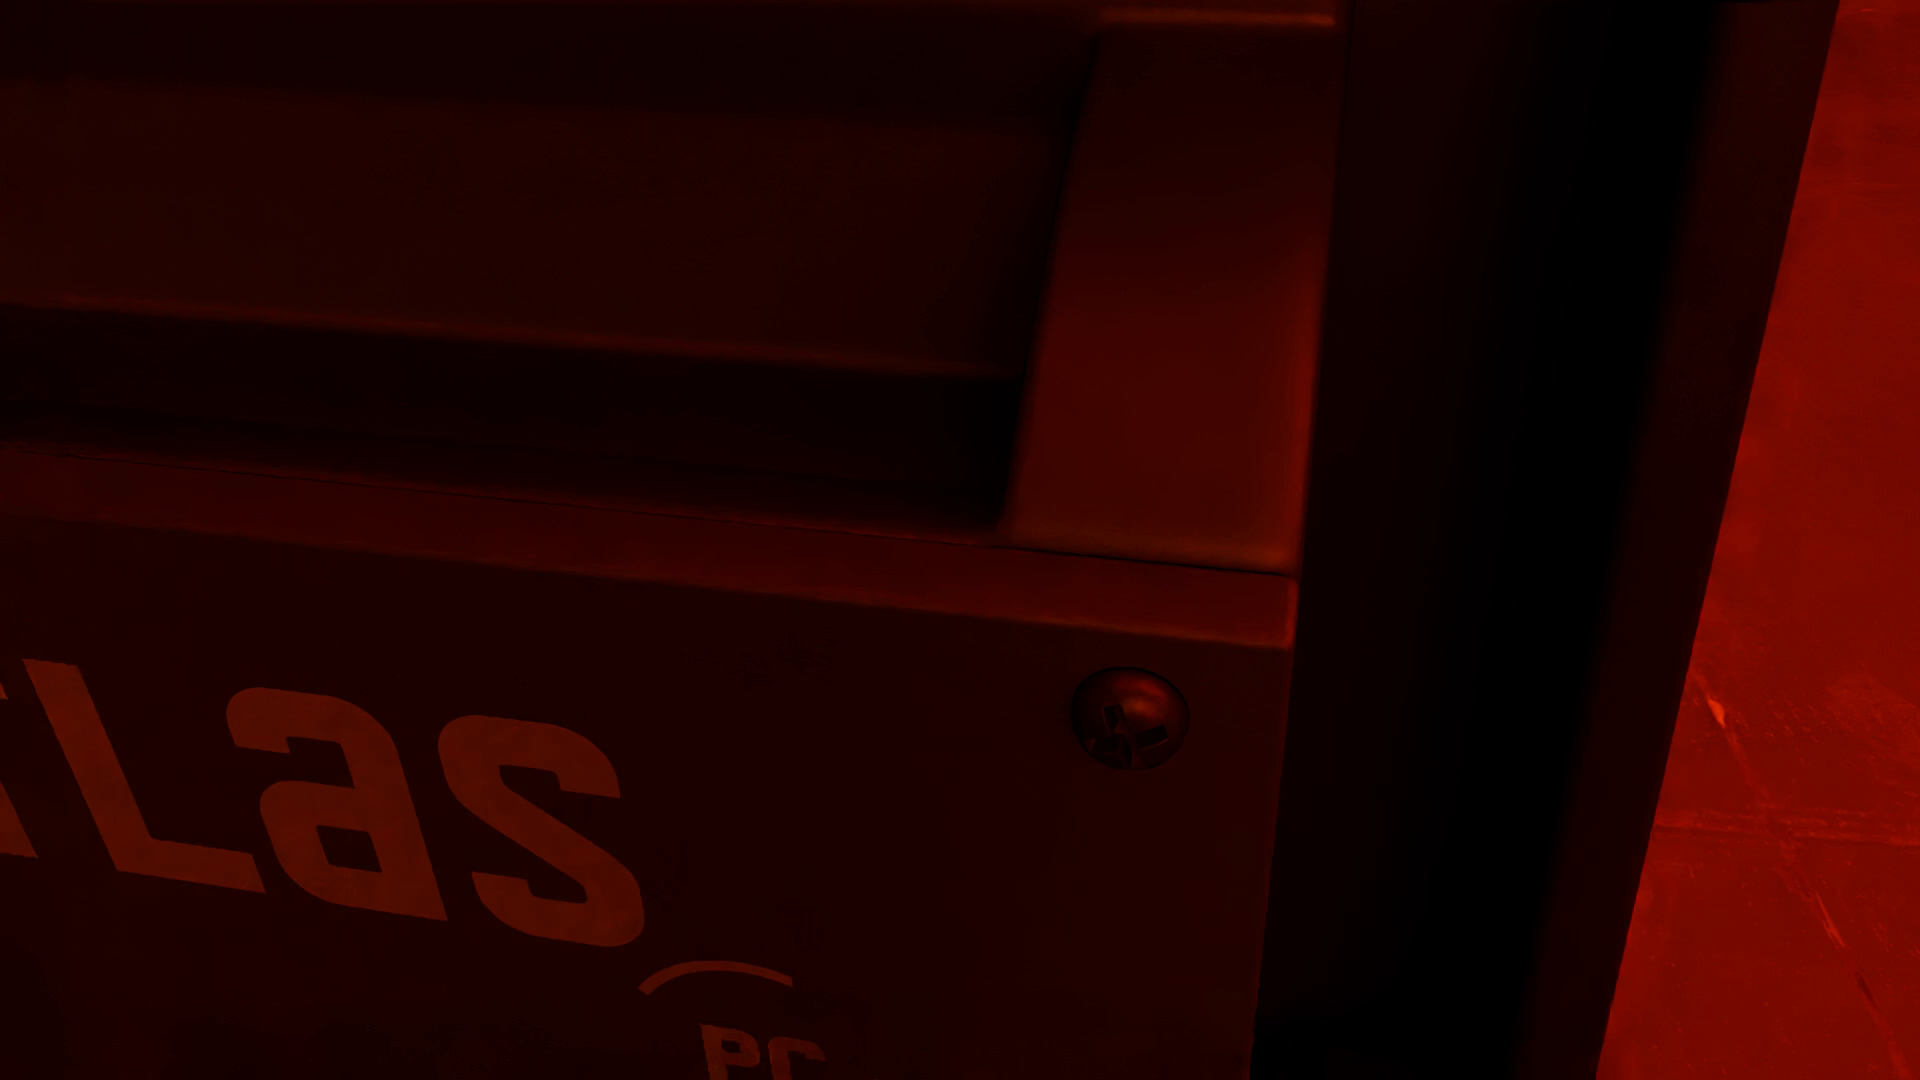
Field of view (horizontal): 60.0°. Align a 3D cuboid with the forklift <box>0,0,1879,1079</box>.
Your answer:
[{"bbox_3d":[-0.345,-0.567,0.353,1.130,2.935,3.031,6,27,11],"label":"forklift"}]
